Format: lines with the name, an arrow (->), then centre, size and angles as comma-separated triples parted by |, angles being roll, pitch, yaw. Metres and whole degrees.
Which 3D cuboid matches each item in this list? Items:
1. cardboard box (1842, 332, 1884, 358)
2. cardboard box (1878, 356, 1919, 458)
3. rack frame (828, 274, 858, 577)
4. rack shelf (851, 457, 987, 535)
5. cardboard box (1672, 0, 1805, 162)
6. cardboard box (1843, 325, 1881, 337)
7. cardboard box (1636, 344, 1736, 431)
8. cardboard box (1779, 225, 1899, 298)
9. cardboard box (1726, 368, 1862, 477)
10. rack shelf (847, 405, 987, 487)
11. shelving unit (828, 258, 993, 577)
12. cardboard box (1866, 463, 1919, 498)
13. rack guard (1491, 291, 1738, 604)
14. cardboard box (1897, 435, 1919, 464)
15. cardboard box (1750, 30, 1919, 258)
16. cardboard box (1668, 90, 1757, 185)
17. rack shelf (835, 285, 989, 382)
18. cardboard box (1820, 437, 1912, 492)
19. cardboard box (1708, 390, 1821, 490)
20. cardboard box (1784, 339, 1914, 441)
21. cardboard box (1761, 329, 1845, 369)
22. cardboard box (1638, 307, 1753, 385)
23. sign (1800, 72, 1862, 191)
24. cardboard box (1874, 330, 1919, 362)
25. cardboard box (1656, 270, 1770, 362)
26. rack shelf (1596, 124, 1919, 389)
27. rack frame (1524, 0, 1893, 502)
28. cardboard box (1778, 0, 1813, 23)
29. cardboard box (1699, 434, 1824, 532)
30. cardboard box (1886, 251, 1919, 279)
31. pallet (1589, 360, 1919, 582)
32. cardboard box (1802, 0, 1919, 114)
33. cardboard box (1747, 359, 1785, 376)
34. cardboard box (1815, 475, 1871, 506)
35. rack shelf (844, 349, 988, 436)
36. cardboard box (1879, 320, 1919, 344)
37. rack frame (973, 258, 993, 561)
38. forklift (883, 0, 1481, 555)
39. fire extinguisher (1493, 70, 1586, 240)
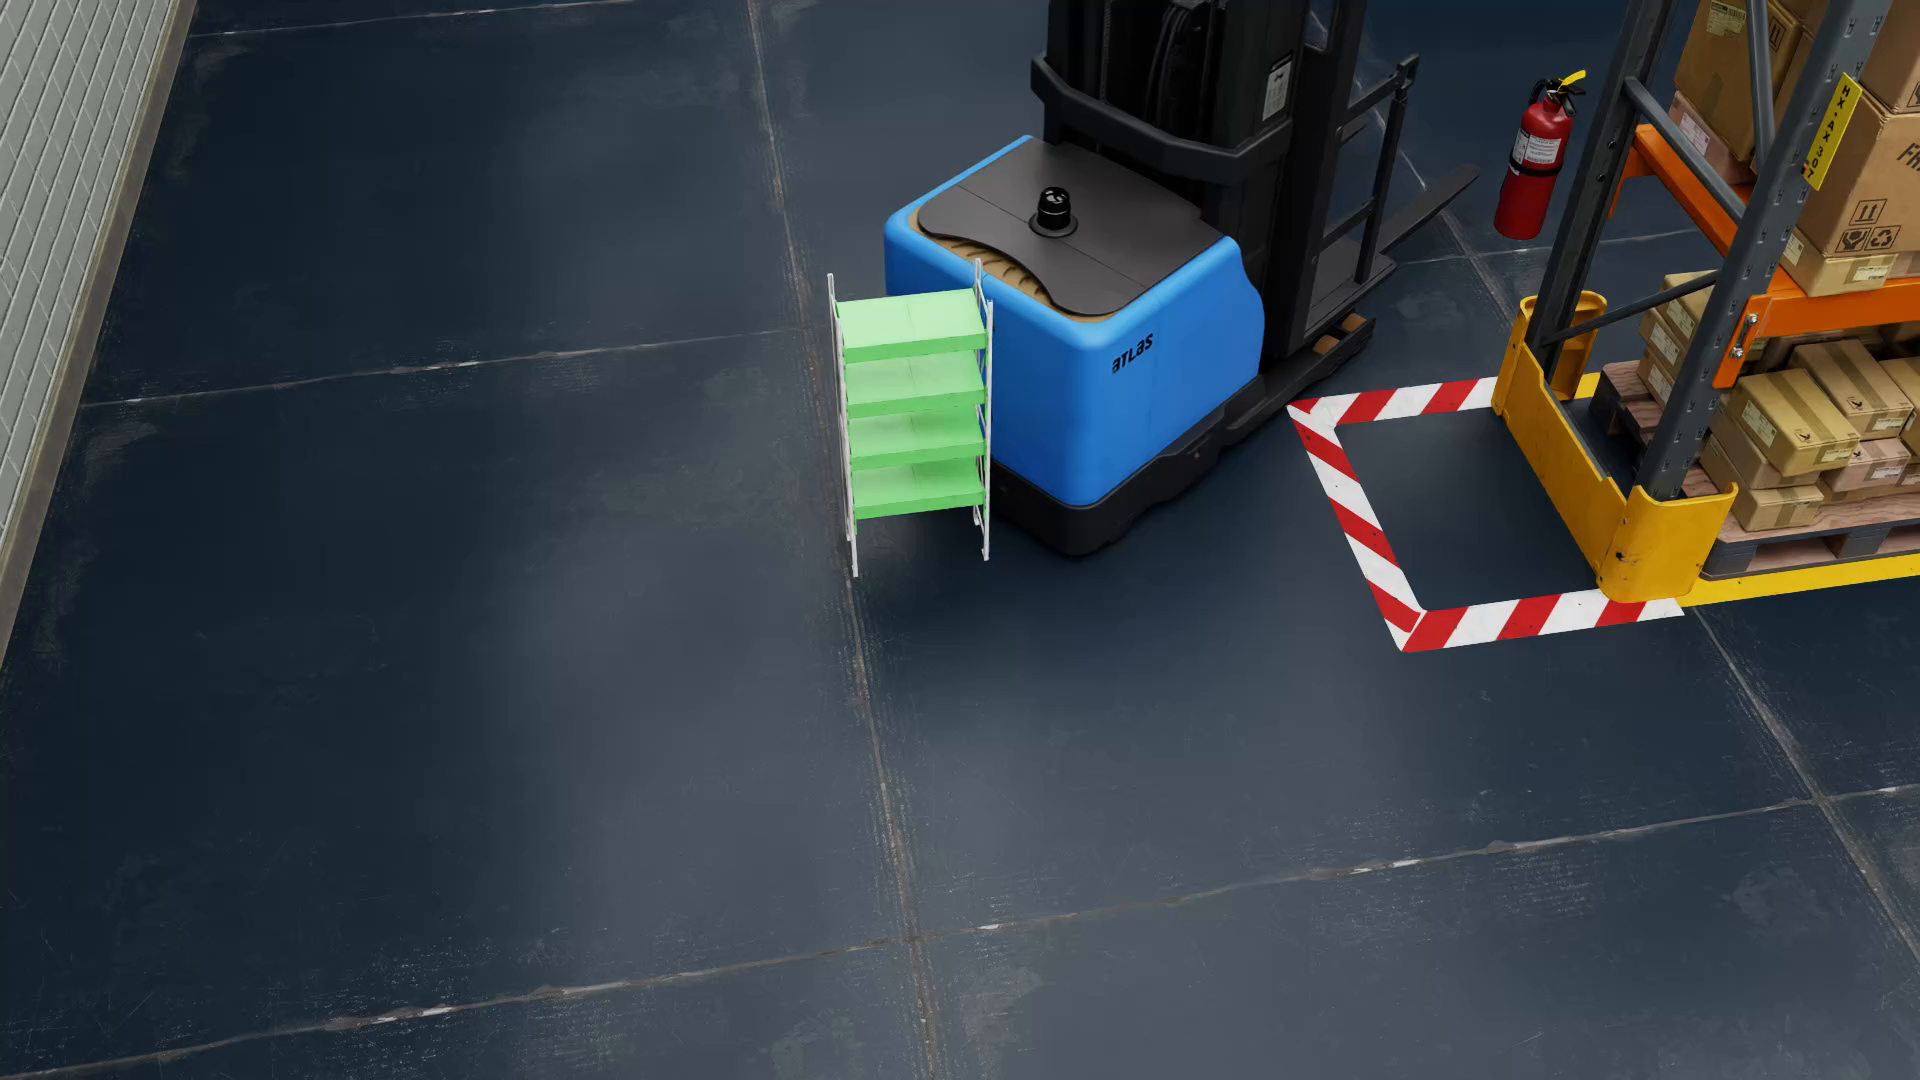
cardboard box -> 3.333, -0.822, 6.440 | 0.250, 0.149, 0.380 | -9, 47, -8
cardboard box -> 3.445, -0.475, 5.900 | 0.250, 0.149, 0.380 | -7, 47, -7
rack frame -> -0.404, -0.366, 5.769 | 0.015, 1.200, 0.240 | -7, 46, -7
rack shelf -> -0.163, -0.185, 6.017 | 0.480, 0.148, 0.258 | -7, 46, -7
cardboard box -> 2.748, -1.605, 5.438 | 0.500, 0.500, 0.500 | -6, 46, -6
cardboard box -> 3.319, -0.950, 6.357 | 0.250, 0.149, 0.380 | -8, 47, -8
cardboard box -> 2.833, -0.599, 6.432 | 0.250, 0.149, 0.380 | -6, 46, -6
cardboard box -> 2.725, -0.950, 5.257 | 0.250, 0.149, 0.380 | -7, 47, -7
cardboard box -> 2.924, -0.416, 5.843 | 0.250, 0.149, 0.380 | -9, 47, -9
rack shelf -> -0.163, -0.352, 5.844 | 0.480, 0.148, 0.258 | -7, 46, -7
shelving unit -> -0.163, -0.396, 5.798 | 0.503, 1.200, 0.258 | -7, 46, -7
cardboard box -> 3.408, -0.349, 6.191 | 0.250, 0.149, 0.380 | -7, 46, -6
rack guard -> 2.424, -0.372, 6.261 | 0.348, 0.500, 1.175 | -7, 46, -7
cardboard box -> 3.415, -0.458, 6.090 | 0.250, 0.149, 0.380 | -7, 46, -6
cardboard box -> 2.839, -1.227, 5.073 | 0.500, 0.500, 0.500 | -5, 46, -5
cardboard box -> 2.623, -1.383, 5.674 | 0.250, 0.149, 0.380 | -7, 46, -7
rack shelf -> -0.163, -0.685, 5.499 | 0.480, 0.148, 0.258 | -7, 46, -7
cardboard box -> 3.189, -0.365, 6.000 | 0.250, 0.149, 0.380 | -7, 47, -7
cardboard box -> 2.910, -0.372, 6.007 | 0.250, 0.149, 0.380 | -5, 46, -5
cardboard box -> 3.175, -0.535, 5.958 | 0.250, 0.149, 0.380 | -6, 46, -6
cardboard box -> 3.085, -0.828, 6.239 | 0.250, 0.149, 0.380 | -6, 46, -6
cardboard box -> 2.821, -0.757, 6.378 | 0.250, 0.149, 0.380 | -8, 47, -8
sign -> 2.442, -1.145, 4.669 | 0.005, 0.325, 0.100 | -7, 46, -7
cardboard box -> 3.615, -0.782, 6.402 | 0.250, 0.149, 0.380 | -8, 47, -7
cardboard box -> 2.828, -0.838, 6.249 | 0.250, 0.149, 0.380 | -7, 46, -6
rack shelf -> 4.320, -1.226, 5.848 | 4.000, 0.370, 1.077 | -7, 46, -7
rack frame -> 2.349, -1.230, 5.352 | 0.127, 3.000, 1.000 | -7, 46, -7
cardboard box -> 2.758, -1.947, 5.073 | 0.500, 0.500, 0.500 | -8, 47, -8
cardboard box -> 2.920, -0.223, 6.070 | 0.250, 0.149, 0.380 | -6, 46, -6
cardboard box -> 2.968, -1.010, 5.315 | 0.250, 0.149, 0.380 | -6, 46, -5
pallet -> 3.231, -0.346, 6.437 | 1.213, 0.211, 1.003 | -7, 46, -7
cardboard box -> 2.837, -1.581, 4.720 | 0.500, 0.500, 0.500 | -7, 47, -7
cardboard box -> 3.088, -0.751, 6.372 | 0.250, 0.149, 0.380 | -8, 47, -8
cardboard box -> 3.164, -0.314, 6.157 | 0.250, 0.149, 0.380 | -7, 47, -7
rack shelf -> -0.163, -0.518, 5.671 | 0.480, 0.148, 0.258 | -7, 46, -7
cardboard box -> 3.585, -0.936, 6.344 | 0.250, 0.149, 0.380 | -9, 47, -8
rack frame -> 0.077, -0.426, 5.827 | 0.015, 1.200, 0.240 | -7, 46, -7
forklift -> 1.092, -1.930, 6.074 | 1.130, 2.935, 3.031 | 34, 55, 29
fire extinguisher -> 2.023, -1.370, 5.800 | 0.183, 0.674, 0.296 | -7, 46, -7
